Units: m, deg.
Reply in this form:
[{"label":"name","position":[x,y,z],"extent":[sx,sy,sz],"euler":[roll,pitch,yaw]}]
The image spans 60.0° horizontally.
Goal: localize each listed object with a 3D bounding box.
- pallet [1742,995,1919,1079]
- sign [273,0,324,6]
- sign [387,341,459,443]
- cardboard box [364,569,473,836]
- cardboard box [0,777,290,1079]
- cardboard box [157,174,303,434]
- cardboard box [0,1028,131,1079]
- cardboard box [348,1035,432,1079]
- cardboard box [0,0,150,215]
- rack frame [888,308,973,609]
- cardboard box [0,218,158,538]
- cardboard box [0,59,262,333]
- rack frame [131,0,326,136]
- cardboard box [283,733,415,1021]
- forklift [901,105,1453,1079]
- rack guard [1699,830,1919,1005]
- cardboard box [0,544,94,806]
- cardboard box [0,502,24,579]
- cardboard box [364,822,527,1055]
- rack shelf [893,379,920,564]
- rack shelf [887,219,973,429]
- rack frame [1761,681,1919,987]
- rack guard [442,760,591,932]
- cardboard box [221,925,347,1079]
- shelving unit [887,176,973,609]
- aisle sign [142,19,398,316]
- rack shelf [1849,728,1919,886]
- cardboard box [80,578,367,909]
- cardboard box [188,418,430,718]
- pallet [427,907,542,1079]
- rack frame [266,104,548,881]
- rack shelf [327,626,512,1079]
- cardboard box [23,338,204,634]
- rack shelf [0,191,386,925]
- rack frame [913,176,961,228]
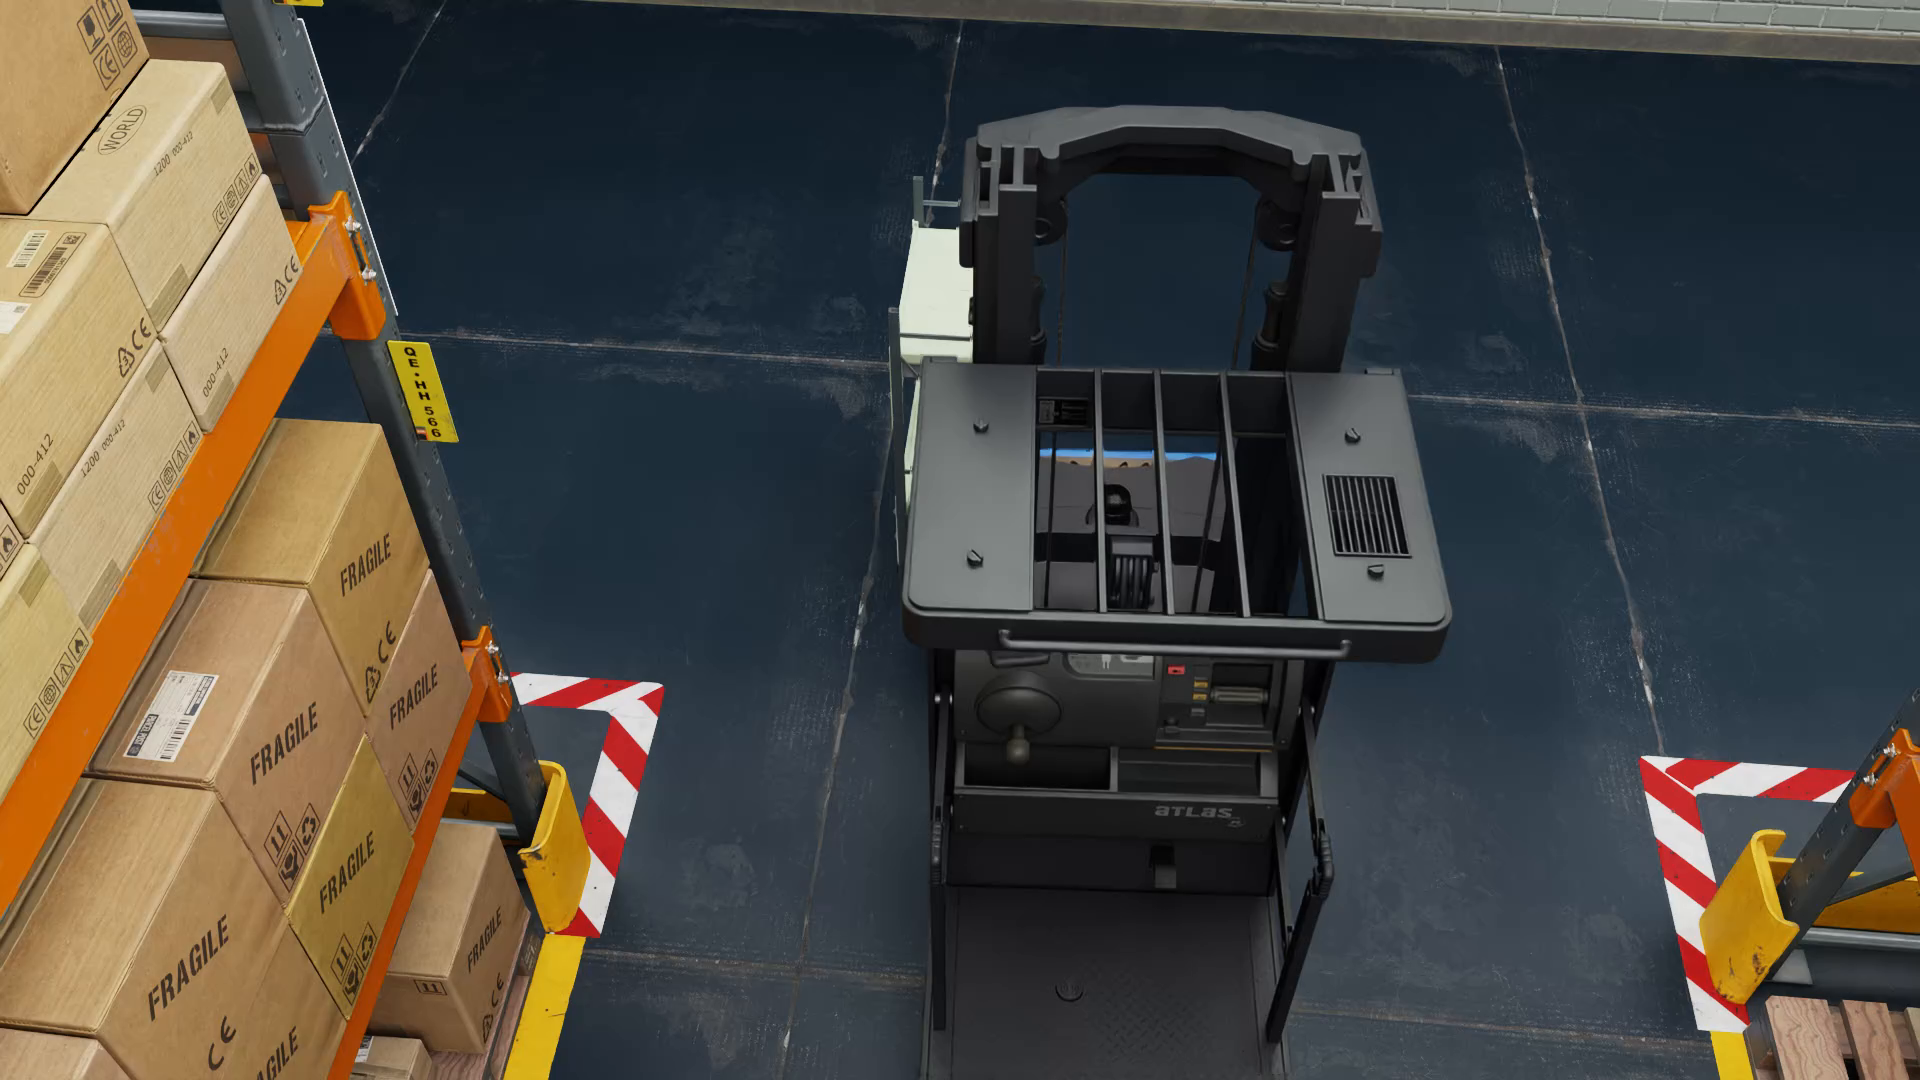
[{"label":"pallet","position":[2.955,1.966,4.835],"extent":[1.003,0.211,1.213],"euler":[4,48,4]},{"label":"sign","position":[-1.313,-1.174,3.184],"extent":[0.100,0.325,0.005],"euler":[4,48,4]},{"label":"sign","position":[-1.313,-0.360,4.074],"extent":[0.100,0.325,0.005],"euler":[4,48,4]},{"label":"cardboard box","position":[-1.634,0.399,4.310],"extent":[0.500,0.500,0.500],"euler":[5,48,5]},{"label":"cardboard box","position":[-1.718,0.812,3.255],"extent":[0.500,0.500,0.500],"euler":[5,48,5]},{"label":"cardboard box","position":[-1.648,-0.481,3.252],"extent":[0.500,0.250,0.500],"euler":[4,48,4]},{"label":"cardboard box","position":[-1.765,1.190,2.910],"extent":[0.500,0.500,0.500],"euler":[5,48,5]},{"label":"cardboard box","position":[-1.795,1.601,4.901],"extent":[0.380,0.166,0.250],"euler":[4,48,4]},{"label":"cardboard box","position":[-1.895,-0.919,2.806],"extent":[0.700,0.500,0.500],"euler":[4,48,4]},{"label":"rack frame","position":[-0.034,-0.232,5.972],"extent":[0.400,1.500,0.023],"euler":[4,48,4]},{"label":"cardboard box","position":[-1.702,-0.283,2.732],"extent":[0.500,0.250,0.500],"euler":[4,48,4]},{"label":"cardboard box","position":[-1.657,-0.650,3.068],"extent":[0.500,0.250,0.500],"euler":[4,48,4]},{"label":"rack frame","position":[-1.864,-1.939,2.451],"extent":[1.000,3.000,0.127],"euler":[4,48,4]},{"label":"cardboard box","position":[-1.678,0.781,3.961],"extent":[0.500,0.500,0.500],"euler":[4,48,4]},{"label":"forklift","position":[0.444,0.514,4.320],"extent":[1.130,2.935,3.031],"euler":[2,48,2]},{"label":"rack guard","position":[3.058,1.246,5.297],"extent":[1.175,0.500,0.348],"euler":[4,48,4]},{"label":"cardboard box","position":[-1.737,0.254,2.580],"extent":[0.500,0.250,0.500],"euler":[4,48,4]},{"label":"cardboard box","position":[-1.751,0.084,2.396],"extent":[0.500,0.250,0.500],"euler":[4,48,4]},{"label":"cardboard box","position":[-1.668,1.197,5.044],"extent":[0.500,0.500,0.500],"euler":[4,48,4]},{"label":"rack shelf","position":[-0.001,-0.281,6.459],"extent":[0.431,0.370,0.720],"euler":[4,48,4]},{"label":"rack shelf","position":[-0.001,-0.765,5.930],"extent":[0.431,0.370,0.720],"euler":[4,48,4]},{"label":"rack frame","position":[3.068,0.421,4.358],"extent":[1.000,3.000,0.127],"euler":[4,48,4]},{"label":"rack guard","position":[-1.871,0.985,5.536],"extent":[1.175,0.500,0.348],"euler":[4,48,4]},{"label":"cardboard box","position":[-1.728,1.147,3.626],"extent":[0.500,0.500,0.500],"euler":[4,48,4]},{"label":"shelving unit","position":[-0.001,-0.501,6.218],"extent":[0.431,1.500,0.755],"euler":[4,48,4]},{"label":"aisle sign","position":[-1.553,-0.821,3.733],"extent":[0.394,0.787,0.004],"euler":[4,48,4]},{"label":"rack shelf","position":[2.886,2.134,3.279],"extent":[1.077,0.370,4.000],"euler":[4,48,4]},{"label":"cardboard box","position":[-1.676,0.431,3.603],"extent":[0.500,0.500,0.500],"euler":[5,48,5]},{"label":"cardboard box","position":[-1.631,0.060,3.943],"extent":[0.500,0.500,0.500],"euler":[3,48,3]},{"label":"pallet","position":[-1.943,1.668,5.107],"extent":[1.003,0.211,1.213],"euler":[4,48,4]},{"label":"rack frame","position":[-1.864,0.085,4.665],"extent":[1.000,3.000,0.127],"euler":[4,48,4]},{"label":"rack shelf","position":[-2.046,1.798,3.586],"extent":[1.077,0.370,4.000],"euler":[4,48,4]},{"label":"cardboard box","position":[-1.705,-0.114,2.917],"extent":[0.500,0.250,0.500],"euler":[4,48,4]},{"label":"rack shelf","position":[-2.046,0.786,2.479],"extent":[1.077,0.370,4.000],"euler":[4,48,4]},{"label":"rack frame","position":[0.033,-0.770,6.464],"extent":[0.400,1.500,0.023],"euler":[4,48,4]}]
